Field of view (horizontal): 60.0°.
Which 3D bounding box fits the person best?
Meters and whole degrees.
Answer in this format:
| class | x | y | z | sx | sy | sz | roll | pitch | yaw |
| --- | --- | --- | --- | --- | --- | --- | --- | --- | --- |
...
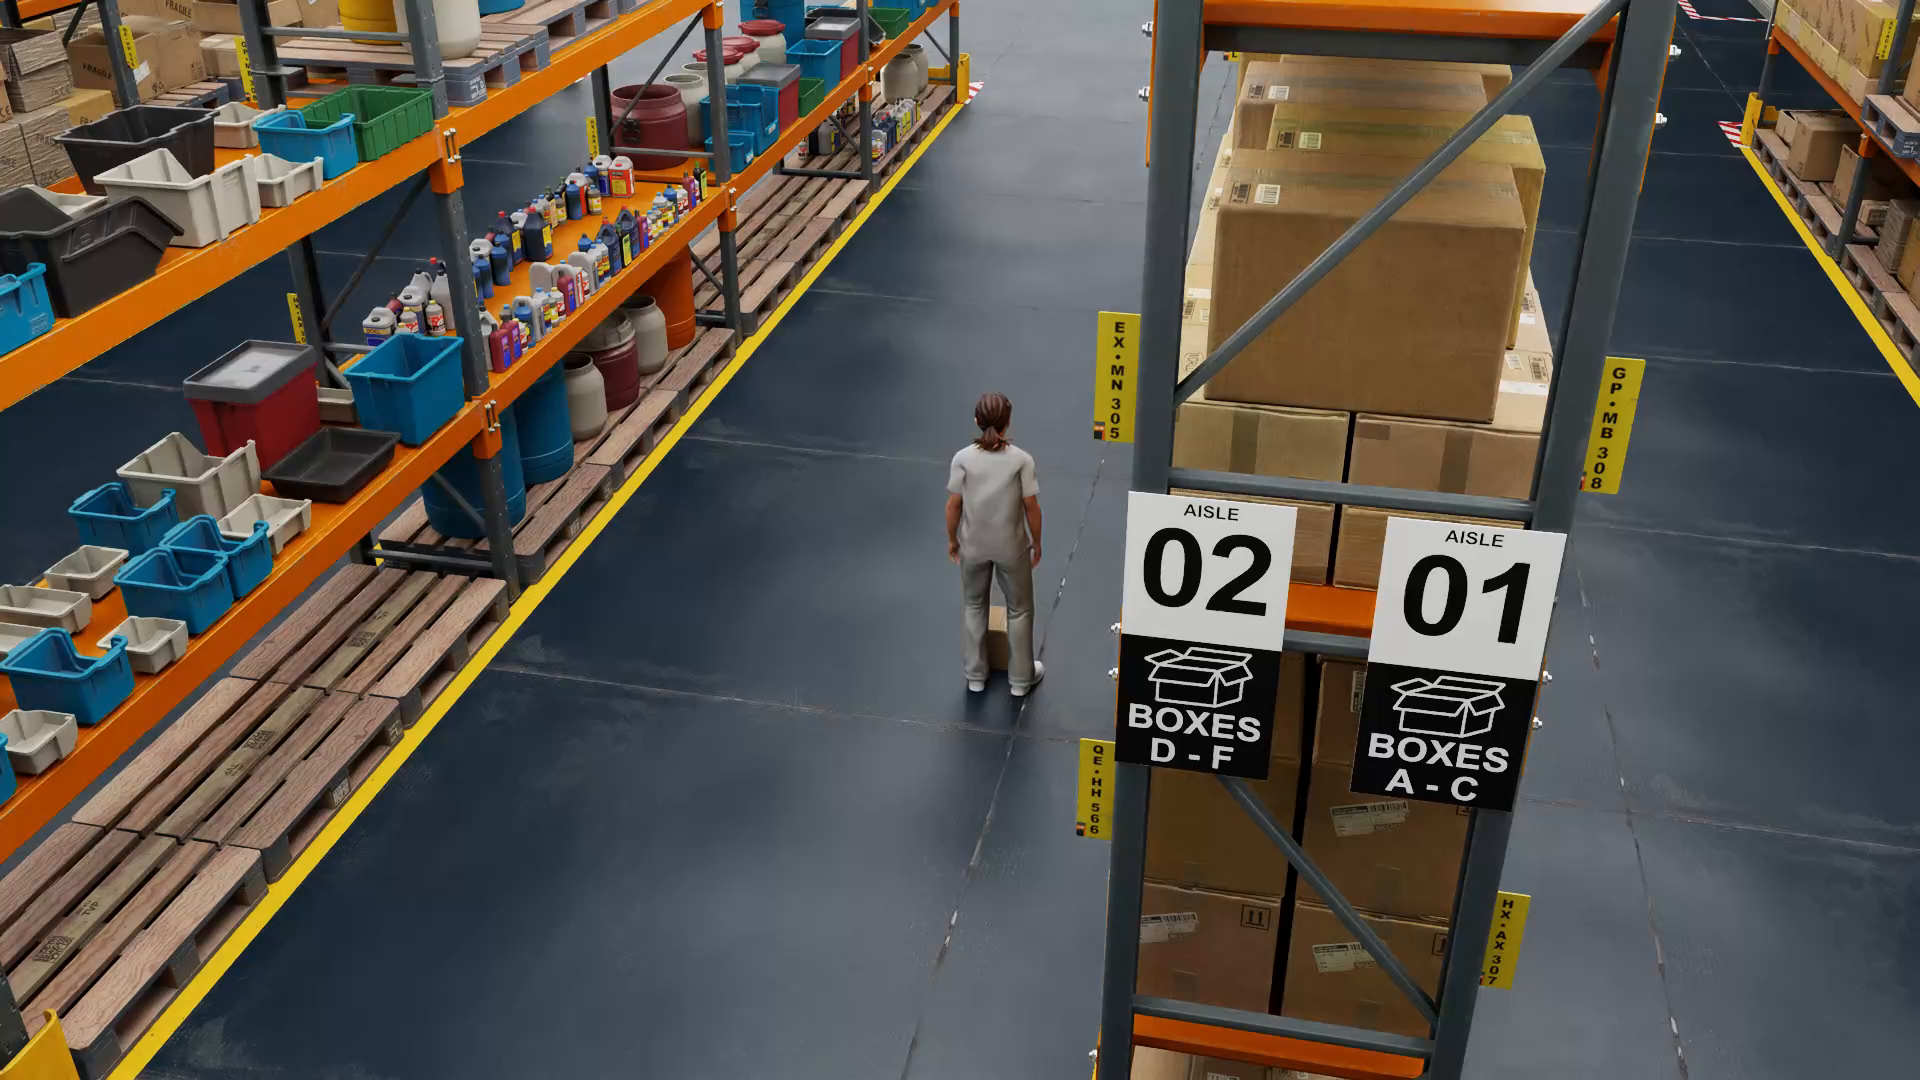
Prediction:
| class | x | y | z | sx | sy | sz | roll | pitch | yaw |
| --- | --- | --- | --- | --- | --- | --- | --- | --- | --- |
| person | 0.186 | 0.033 | 8.556 | 0.512 | 1.671 | 0.367 | 4 | 29 | 7 |
